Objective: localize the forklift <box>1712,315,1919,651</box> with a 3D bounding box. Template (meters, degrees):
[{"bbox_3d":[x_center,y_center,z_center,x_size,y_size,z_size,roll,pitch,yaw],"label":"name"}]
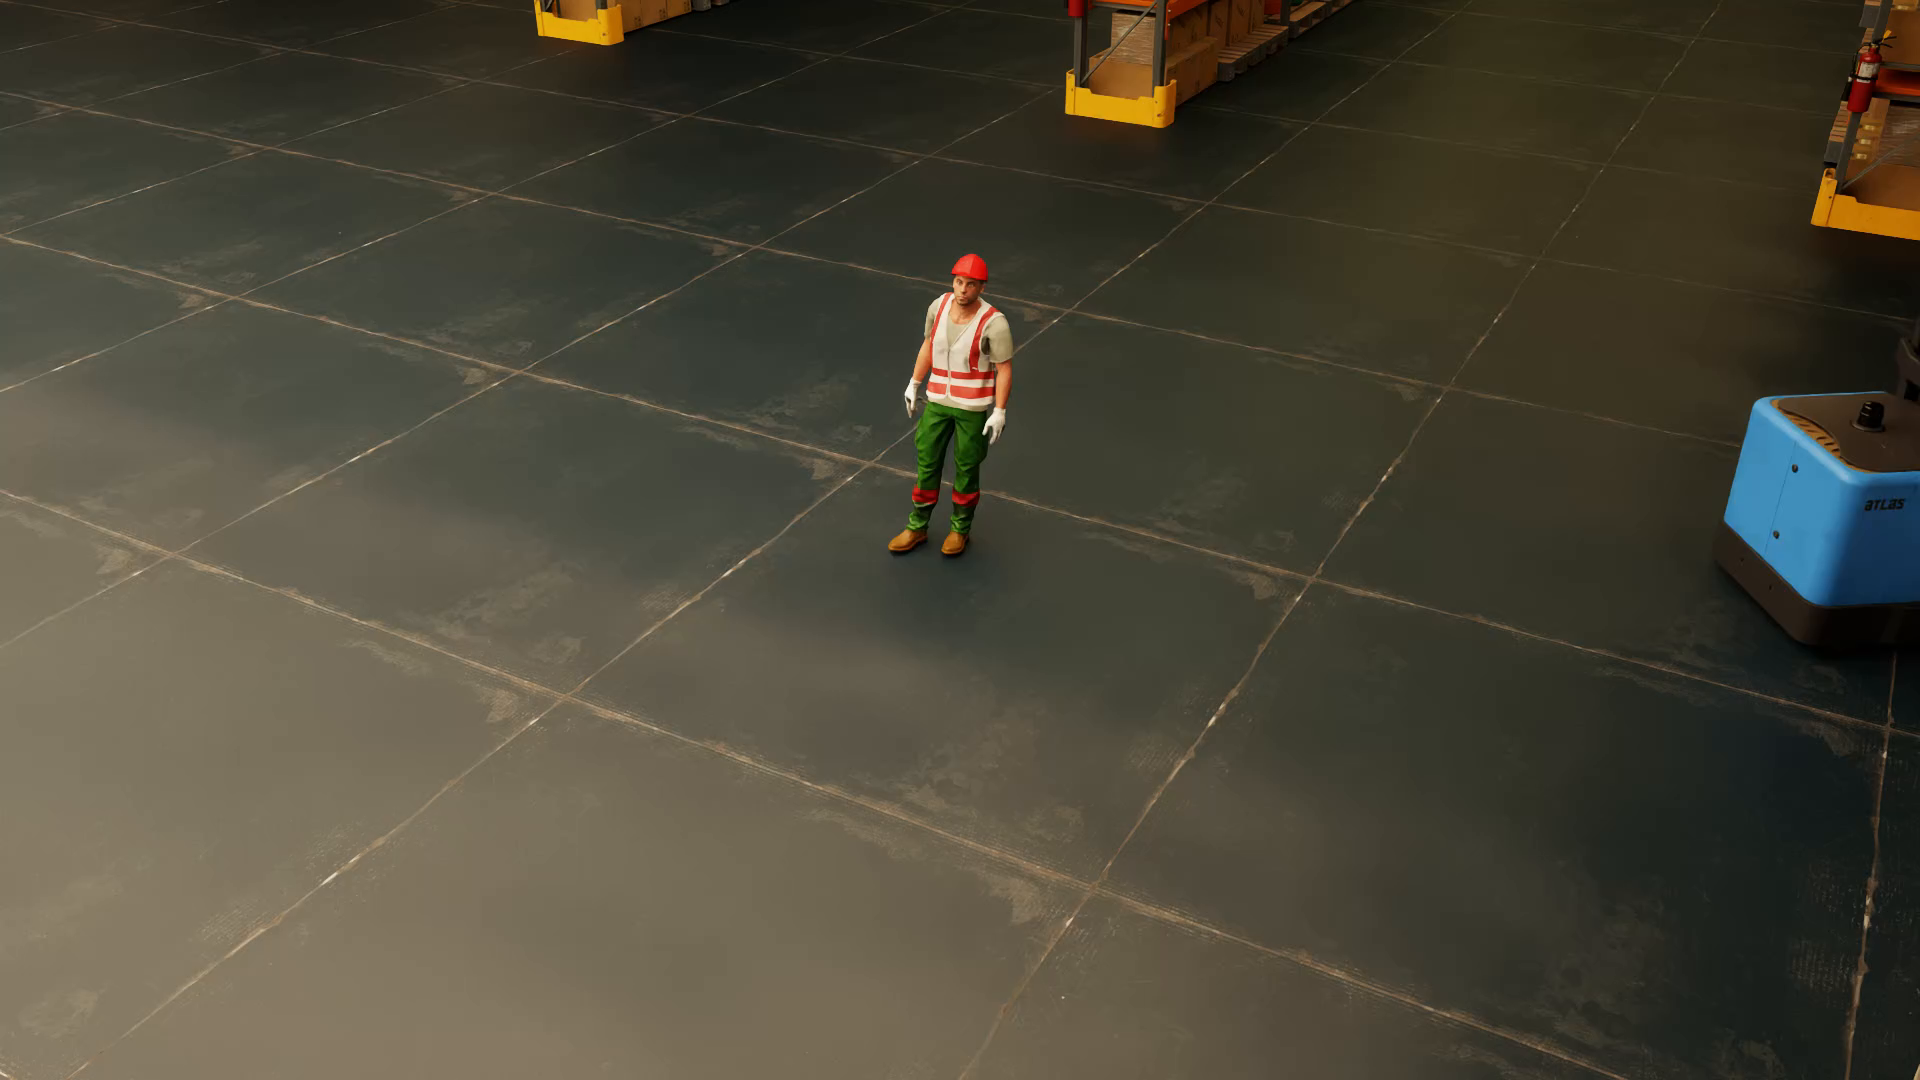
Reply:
[{"bbox_3d":[5.938,-0.976,8.761,3.031,2.935,1.130,-3,30,-5],"label":"forklift"}]

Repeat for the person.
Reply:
[{"bbox_3d":[-0.049,-0.749,9.497,0.637,1.787,0.564,15,33,25],"label":"person"}]
